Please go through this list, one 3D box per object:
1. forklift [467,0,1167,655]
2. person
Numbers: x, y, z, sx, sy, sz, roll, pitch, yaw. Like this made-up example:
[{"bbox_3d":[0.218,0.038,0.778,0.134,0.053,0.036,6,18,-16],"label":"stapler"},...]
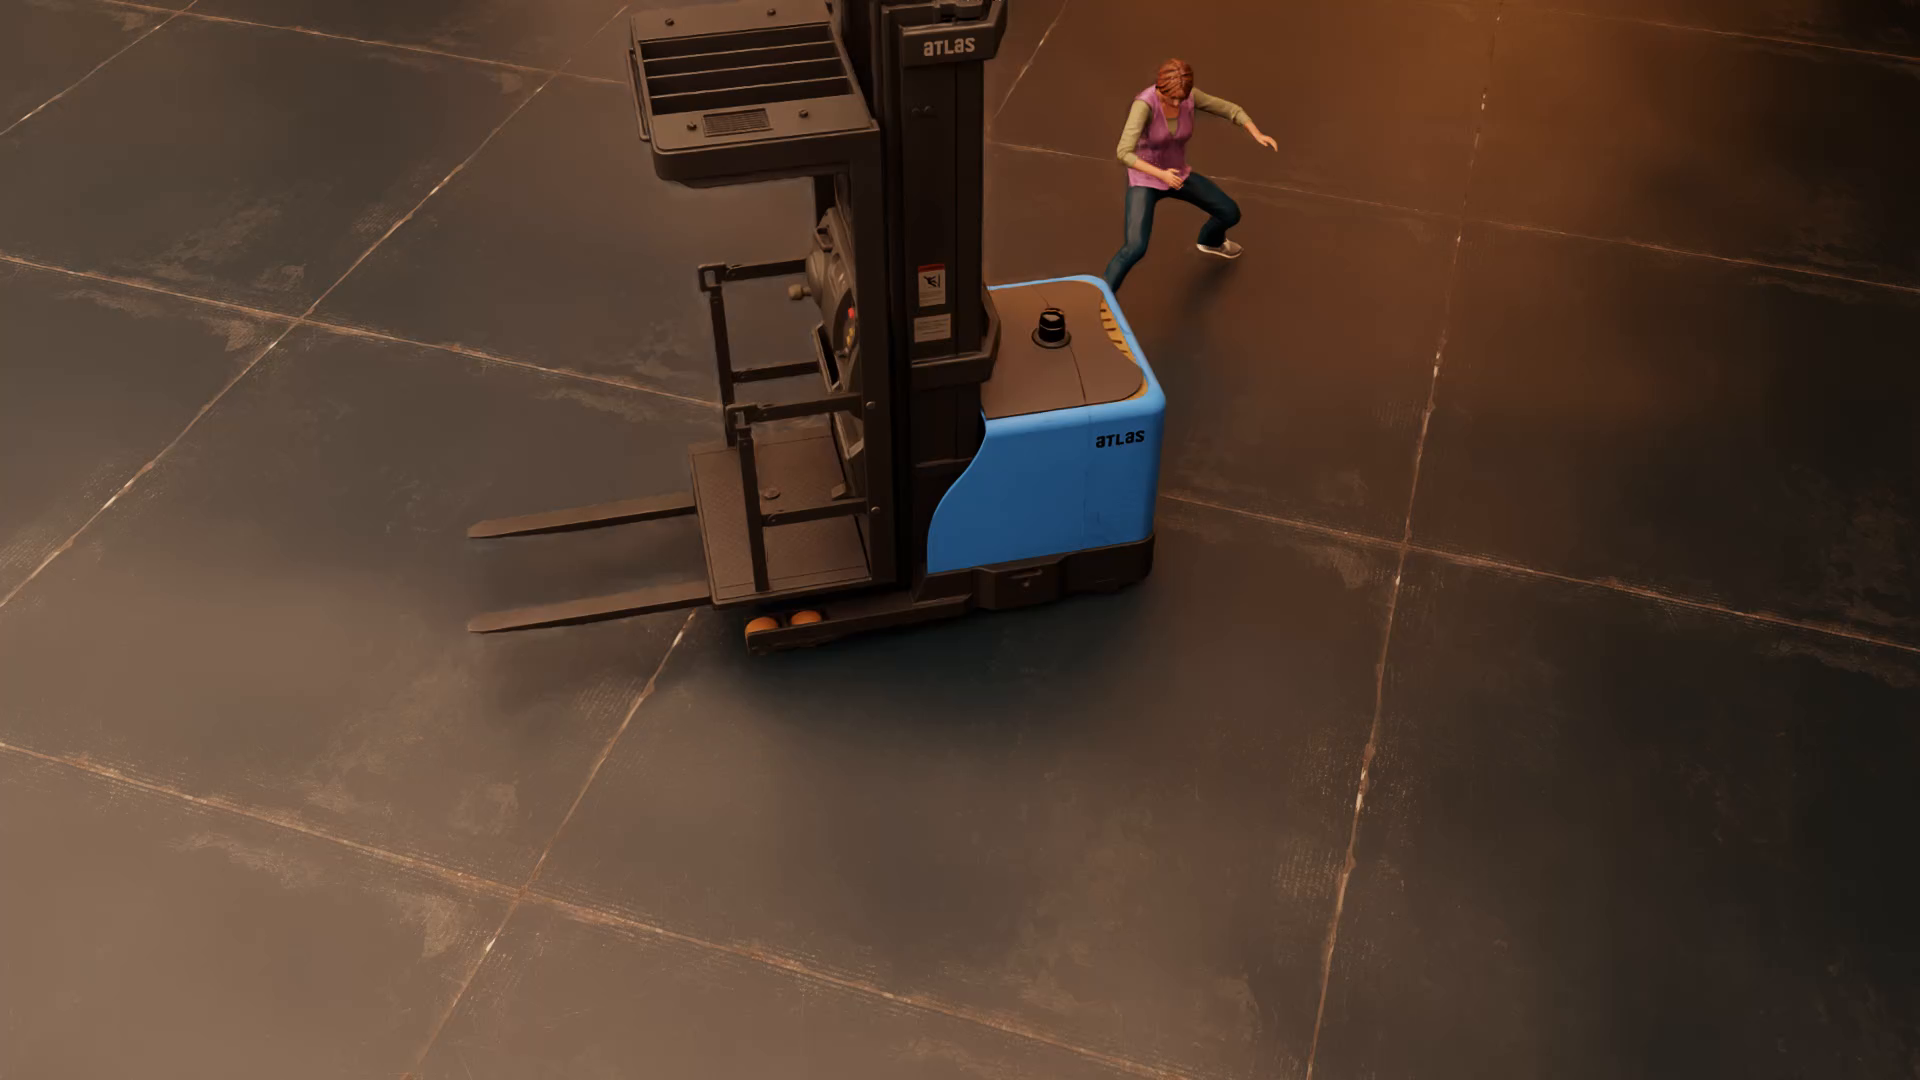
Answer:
[{"bbox_3d":[-0.694,-0.969,6.731,3.031,2.935,1.130,-9,44,-9],"label":"forklift"},{"bbox_3d":[1.168,-1.888,8.865,1.103,1.369,0.601,-15,45,-16],"label":"person"}]
